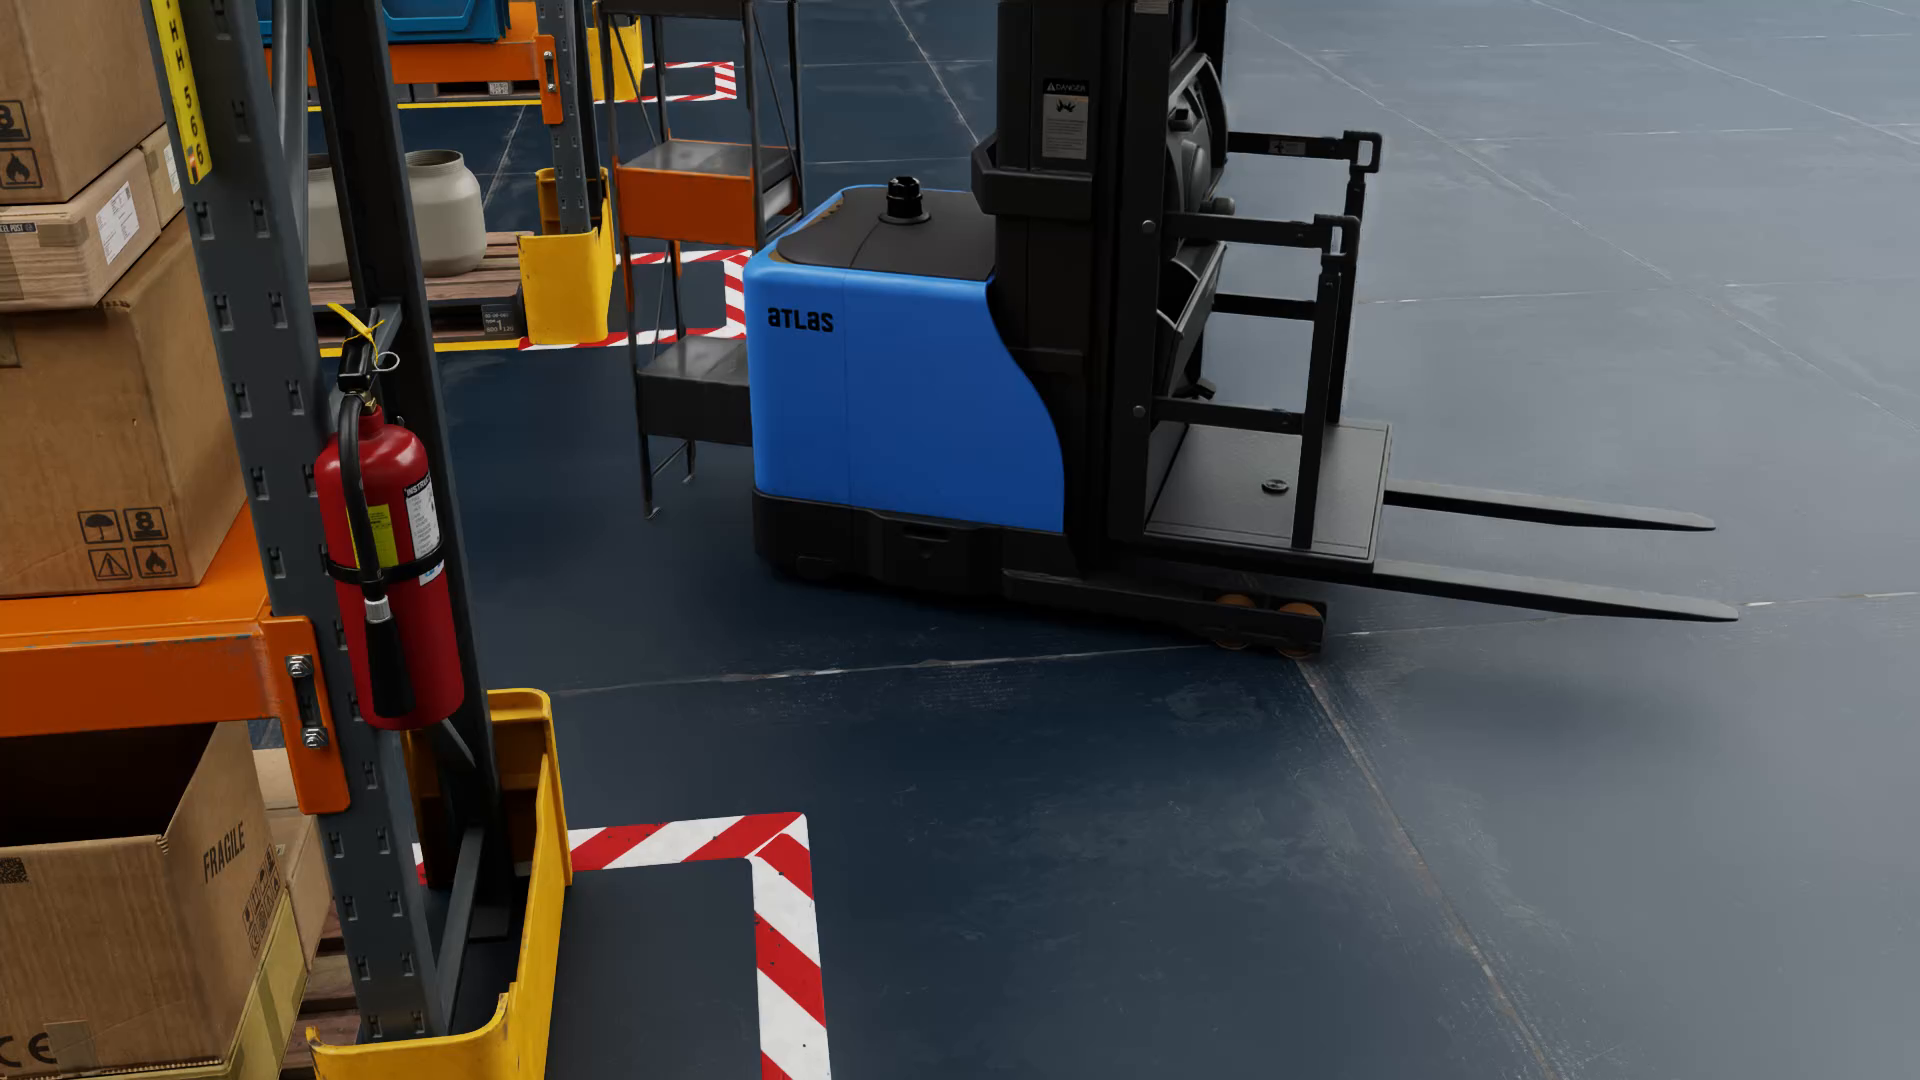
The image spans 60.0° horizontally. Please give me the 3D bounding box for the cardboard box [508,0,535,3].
[{"bbox_3d":[-3.086,-3.785,12.118,0.500,0.500,0.500,1,27,2],"label":"cardboard box"}]

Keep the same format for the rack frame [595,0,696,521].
[{"bbox_3d":[-1.051,-1.090,5.575,0.015,2.100,0.400,8,28,14],"label":"rack frame"}]

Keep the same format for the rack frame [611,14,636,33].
[{"bbox_3d":[-2.465,-4.742,11.706,0.127,3.000,1.000,-4,27,-7],"label":"rack frame"}]

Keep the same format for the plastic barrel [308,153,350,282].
[{"bbox_3d":[-2.912,-1.475,7.604,0.421,0.512,0.421,0,27,0],"label":"plastic barrel"}]

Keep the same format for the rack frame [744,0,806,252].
[{"bbox_3d":[-0.582,-1.028,5.454,0.015,2.100,0.400,8,28,14],"label":"rack frame"}]

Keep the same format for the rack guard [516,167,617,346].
[{"bbox_3d":[-1.843,-1.365,7.862,0.348,0.500,1.175,-4,27,-7],"label":"rack guard"}]

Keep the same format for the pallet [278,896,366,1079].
[{"bbox_3d":[-1.840,1.045,3.483,1.213,0.211,1.003,-4,27,-7],"label":"pallet"}]

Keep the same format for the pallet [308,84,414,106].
[{"bbox_3d":[-4.555,-3.385,12.116,1.213,0.211,1.003,-4,27,-7],"label":"pallet"}]

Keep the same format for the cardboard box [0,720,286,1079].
[{"bbox_3d":[-1.578,0.608,3.010,0.500,0.500,0.500,-4,27,-7],"label":"cardboard box"}]

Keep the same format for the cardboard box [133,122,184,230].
[{"bbox_3d":[-1.507,-0.669,2.948,0.250,0.149,0.380,-4,27,-7],"label":"cardboard box"}]

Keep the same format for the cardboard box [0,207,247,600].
[{"bbox_3d":[-1.552,-0.284,2.908,0.500,0.500,0.700,-4,27,-7],"label":"cardboard box"}]

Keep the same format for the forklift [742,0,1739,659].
[{"bbox_3d":[0.894,-1.214,4.906,3.031,2.935,1.130,8,28,14],"label":"forklift"}]

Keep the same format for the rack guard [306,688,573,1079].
[{"bbox_3d":[-1.065,0.847,3.552,0.348,0.500,1.175,-4,27,-7],"label":"rack guard"}]

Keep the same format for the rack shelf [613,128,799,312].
[{"bbox_3d":[-0.817,-1.047,5.520,0.480,0.518,0.431,8,28,14],"label":"rack shelf"}]

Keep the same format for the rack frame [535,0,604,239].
[{"bbox_3d":[-1.775,-2.503,7.342,0.127,3.000,1.000,-4,27,-7],"label":"rack frame"}]

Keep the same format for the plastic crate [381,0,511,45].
[{"bbox_3d":[-2.229,-2.270,7.051,0.616,0.251,0.499,-4,27,-7],"label":"plastic crate"}]

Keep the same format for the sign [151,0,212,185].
[{"bbox_3d":[-1.027,-0.638,2.180,0.005,0.325,0.100,-4,27,-7],"label":"sign"}]

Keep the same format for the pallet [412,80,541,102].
[{"bbox_3d":[-3.349,-3.461,12.264,1.213,0.211,1.003,-4,27,-7],"label":"pallet"}]

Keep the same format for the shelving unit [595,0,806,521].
[{"bbox_3d":[-0.817,-1.059,5.514,0.503,2.100,0.431,8,28,14],"label":"shelving unit"}]

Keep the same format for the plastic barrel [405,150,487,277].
[{"bbox_3d":[-2.416,-1.507,7.666,0.421,0.512,0.421,0,27,0],"label":"plastic barrel"}]

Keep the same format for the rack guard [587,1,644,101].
[{"bbox_3d":[-2.540,-3.625,12.267,0.348,0.500,1.175,-4,27,-7],"label":"rack guard"}]

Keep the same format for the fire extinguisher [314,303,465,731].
[{"bbox_3d":[-0.907,-0.027,2.601,0.183,0.674,0.296,-4,27,-7],"label":"fire extinguisher"}]

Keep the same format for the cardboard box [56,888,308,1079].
[{"bbox_3d":[-1.578,0.941,3.183,0.500,0.250,0.500,-4,27,-7],"label":"cardboard box"}]

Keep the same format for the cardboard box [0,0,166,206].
[{"bbox_3d":[-1.605,-0.858,2.606,0.500,0.500,0.700,-4,27,-7],"label":"cardboard box"}]

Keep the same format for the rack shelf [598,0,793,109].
[{"bbox_3d":[-0.817,-1.670,5.201,0.480,0.518,0.431,8,28,14],"label":"rack shelf"}]

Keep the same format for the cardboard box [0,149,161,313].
[{"bbox_3d":[-1.440,-0.486,2.592,0.250,0.149,0.380,-4,27,-8],"label":"cardboard box"}]

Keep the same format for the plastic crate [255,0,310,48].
[{"bbox_3d":[-2.873,-2.231,6.975,0.408,0.251,0.499,-4,27,-7],"label":"plastic crate"}]

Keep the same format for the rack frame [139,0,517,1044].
[{"bbox_3d":[-1.088,-0.264,2.978,0.127,3.000,1.000,-4,27,-7],"label":"rack frame"}]

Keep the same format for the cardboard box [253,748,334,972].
[{"bbox_3d":[-1.650,0.707,3.639,0.500,0.250,0.500,-4,27,-7],"label":"cardboard box"}]

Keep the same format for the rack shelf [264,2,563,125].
[{"bbox_3d":[-3.755,-2.056,7.259,4.000,0.370,1.077,-4,27,-7],"label":"rack shelf"}]

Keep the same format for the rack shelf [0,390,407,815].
[{"bbox_3d":[-3.069,0.184,2.894,4.000,0.370,1.077,-4,27,-7],"label":"rack shelf"}]

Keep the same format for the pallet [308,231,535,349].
[{"bbox_3d":[-2.649,-1.187,7.832,1.213,0.211,1.003,-4,27,-7],"label":"pallet"}]

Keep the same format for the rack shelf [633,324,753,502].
[{"bbox_3d":[-0.817,-0.424,5.840,0.480,0.518,0.431,8,28,14],"label":"rack shelf"}]
